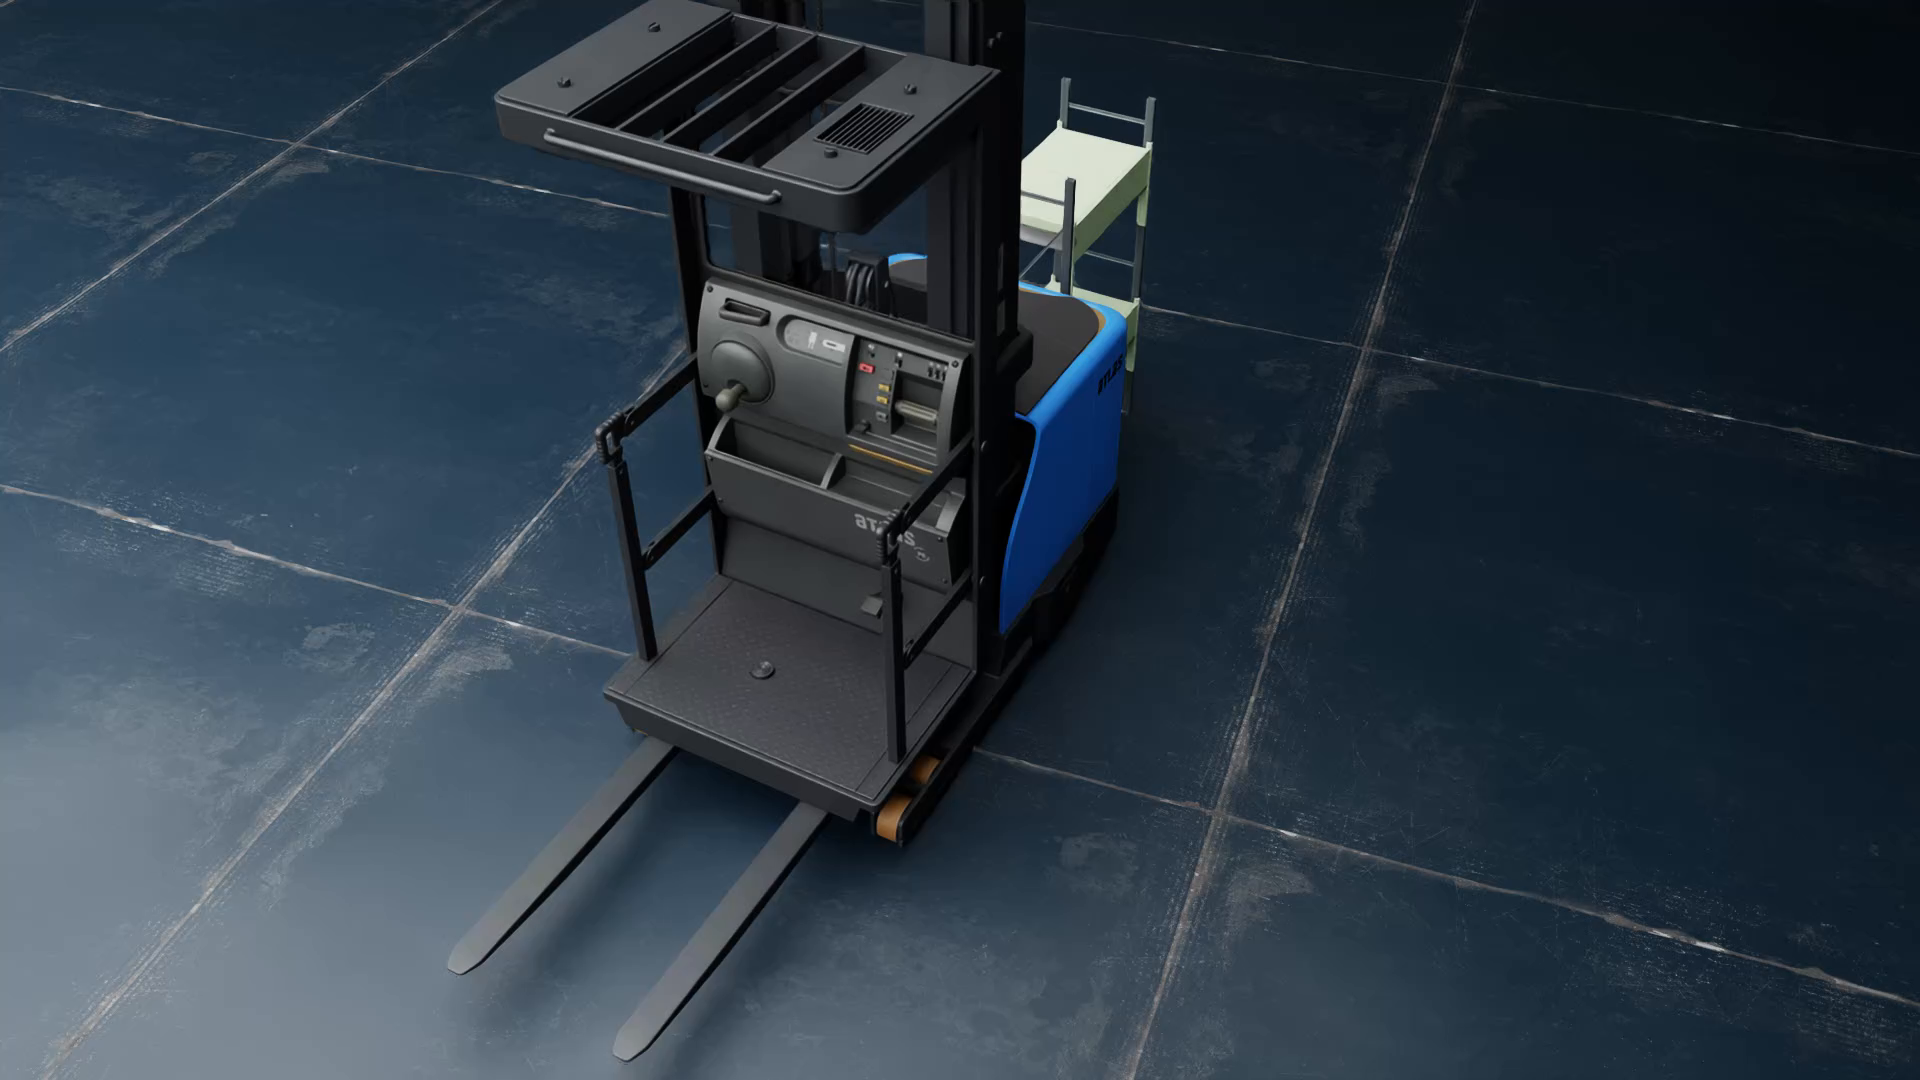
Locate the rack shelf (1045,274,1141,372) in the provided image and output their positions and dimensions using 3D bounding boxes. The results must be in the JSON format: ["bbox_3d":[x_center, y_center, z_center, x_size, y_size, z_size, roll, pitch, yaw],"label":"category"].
[{"bbox_3d":[0.408,-0.738,6.961,0.431,0.370,0.720,19,44,21],"label":"rack shelf"}]

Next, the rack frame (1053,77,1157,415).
[{"bbox_3d":[0.582,-1.195,6.995,0.400,1.500,0.023,19,44,21],"label":"rack frame"}]

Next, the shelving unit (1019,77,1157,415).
[{"bbox_3d":[0.408,-0.986,6.750,0.431,1.500,0.755,19,44,21],"label":"shelving unit"}]

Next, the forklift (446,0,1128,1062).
[{"bbox_3d":[-0.512,-0.443,5.010,1.130,2.935,3.031,19,44,21],"label":"forklift"}]

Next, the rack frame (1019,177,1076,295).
[{"bbox_3d":[0.235,-0.777,6.505,0.400,1.500,0.023,19,44,21],"label":"rack frame"}]

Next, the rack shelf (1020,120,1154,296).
[{"bbox_3d":[0.408,-1.283,6.497,0.431,0.370,0.720,19,44,21],"label":"rack shelf"}]
